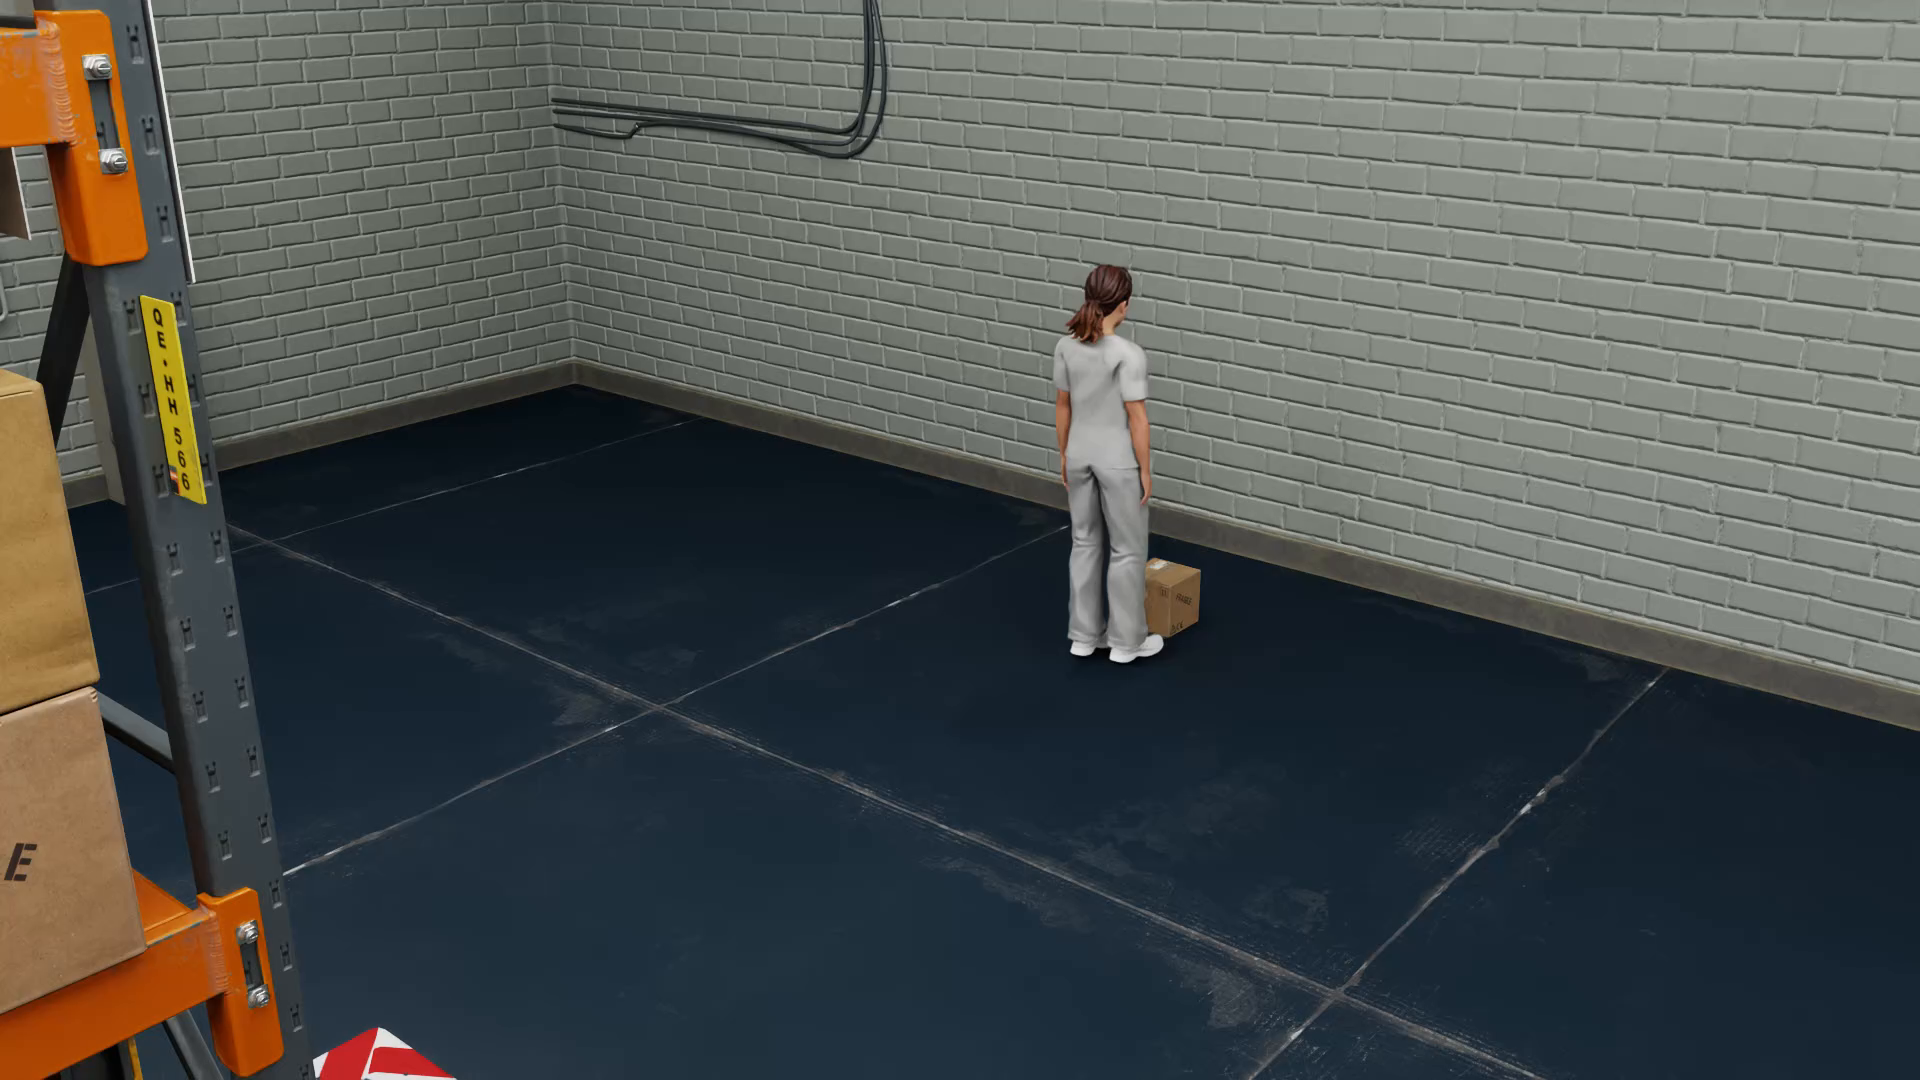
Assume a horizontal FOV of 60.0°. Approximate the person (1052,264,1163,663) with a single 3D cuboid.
[{"bbox_3d":[0.610,-0.297,6.867,0.448,1.665,0.455,16,26,37],"label":"person"}]
